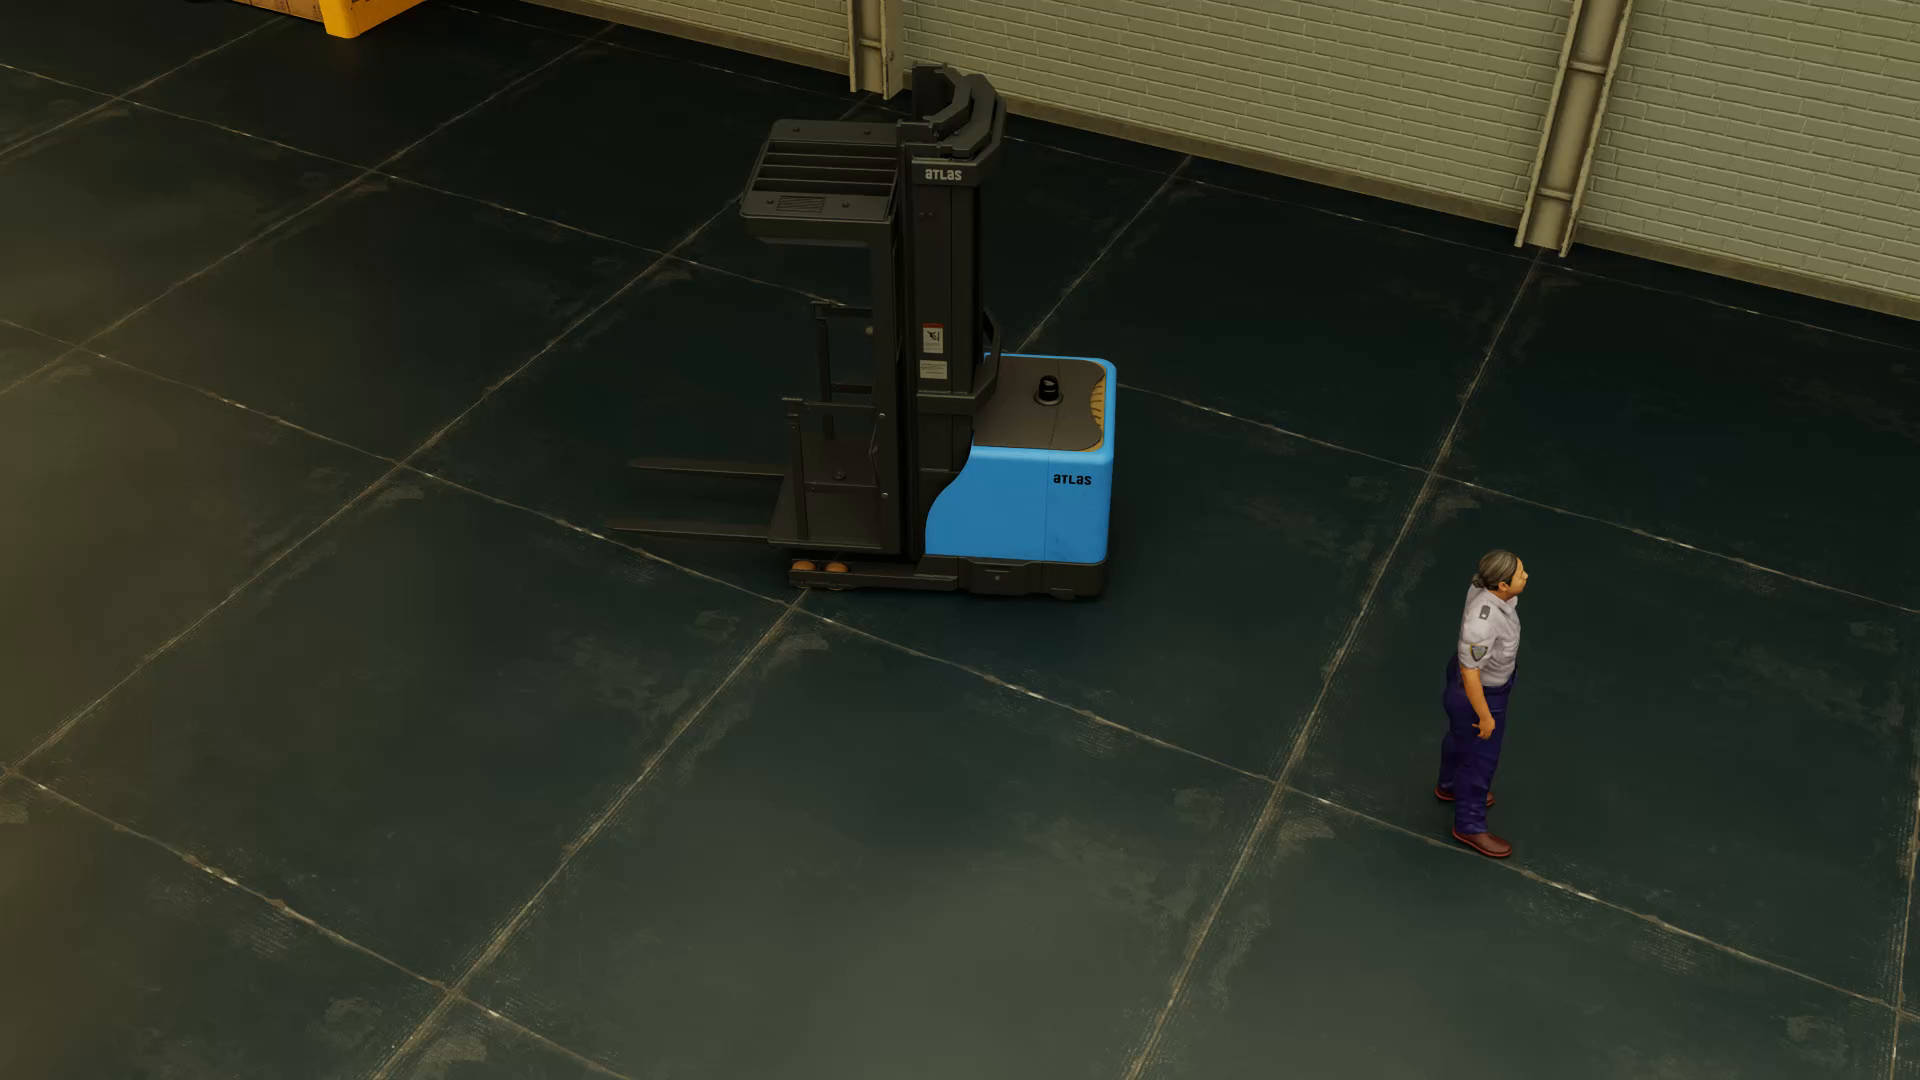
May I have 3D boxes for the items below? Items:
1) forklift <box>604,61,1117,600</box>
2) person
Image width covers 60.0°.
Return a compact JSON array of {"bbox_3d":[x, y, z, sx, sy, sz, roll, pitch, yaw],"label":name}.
[{"bbox_3d":[-0.606,-1.157,9.360,3.031,2.935,1.130,3,40,4],"label":"forklift"},{"bbox_3d":[2.609,0.752,8.079,0.502,1.651,0.598,11,41,13],"label":"person"}]
